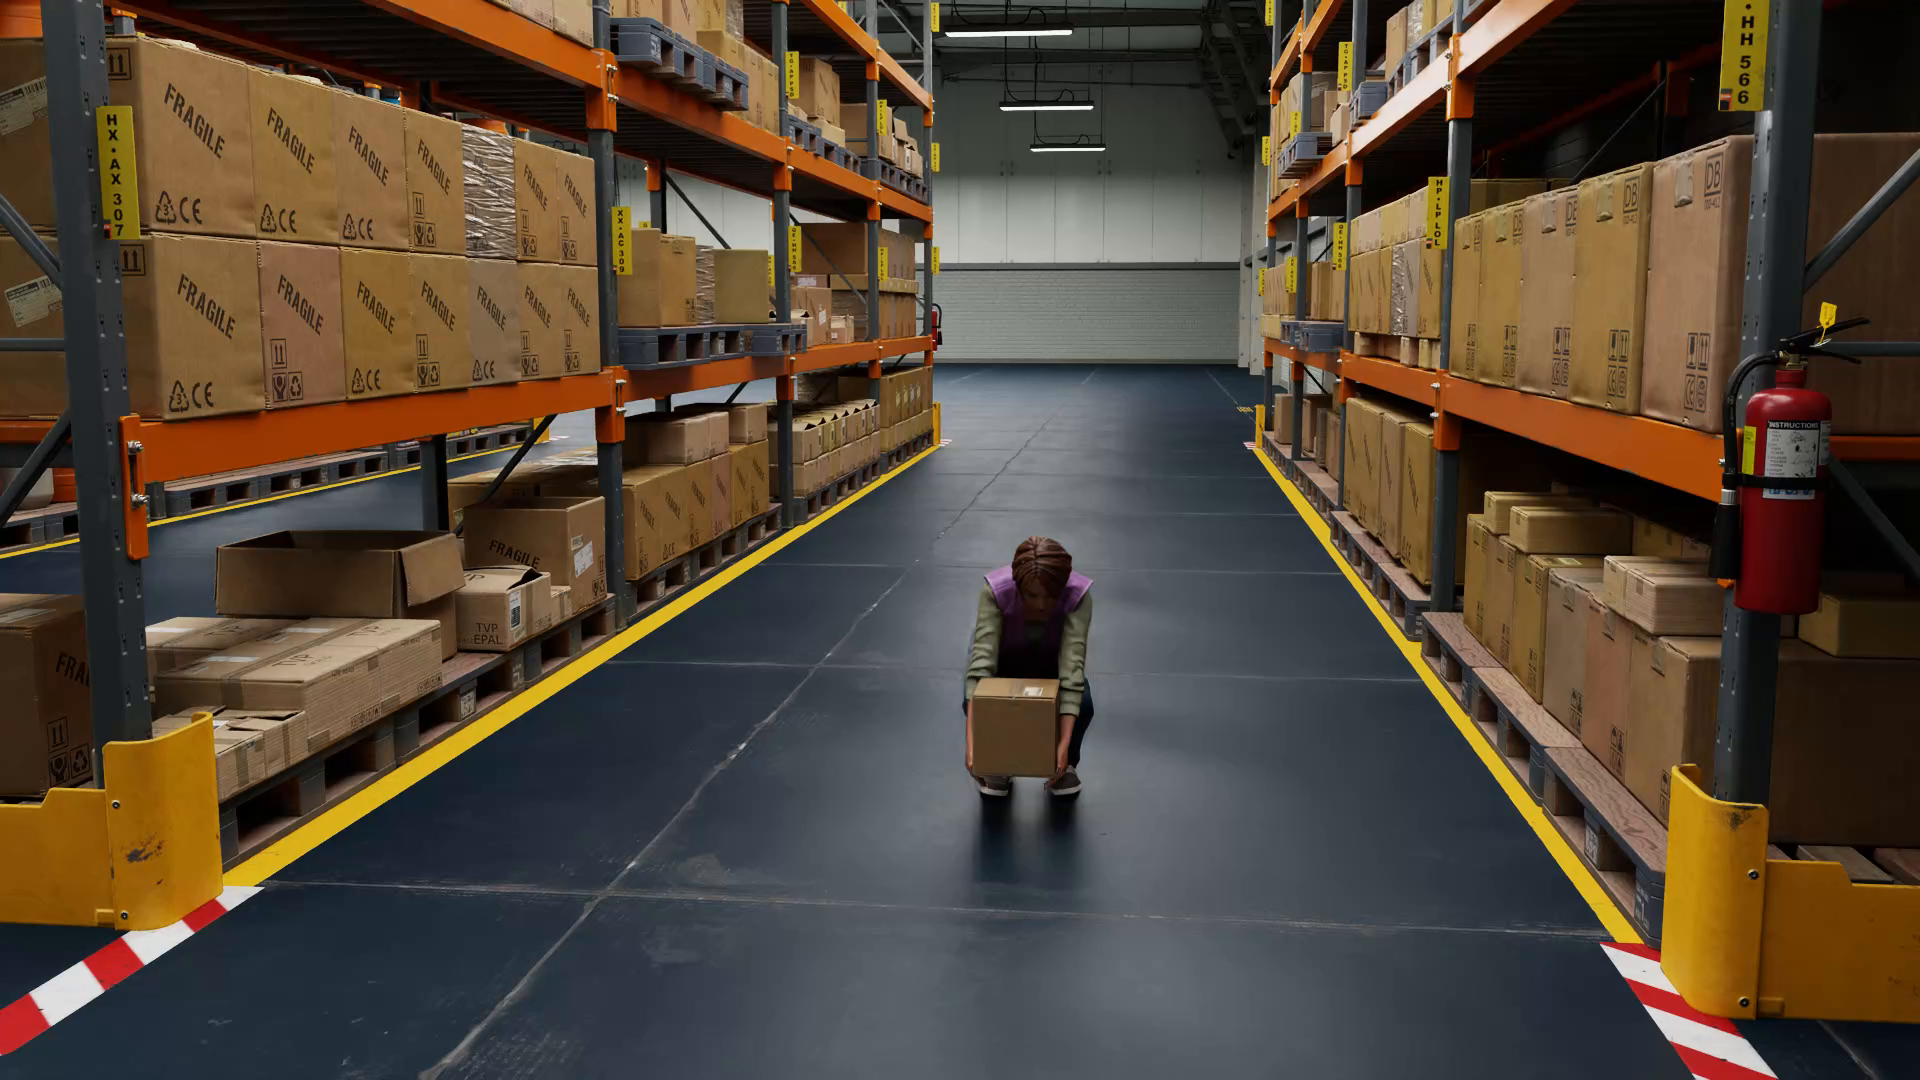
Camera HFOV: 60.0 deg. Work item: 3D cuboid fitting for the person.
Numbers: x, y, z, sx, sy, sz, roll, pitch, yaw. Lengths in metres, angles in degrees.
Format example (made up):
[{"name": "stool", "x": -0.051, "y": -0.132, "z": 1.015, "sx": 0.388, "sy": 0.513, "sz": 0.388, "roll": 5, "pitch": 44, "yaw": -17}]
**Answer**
[{"name": "person", "x": 0.225, "y": 0.417, "z": 5.430, "sx": 0.426, "sy": 0.894, "sz": 0.820, "roll": 1, "pitch": 8, "yaw": 5}]
